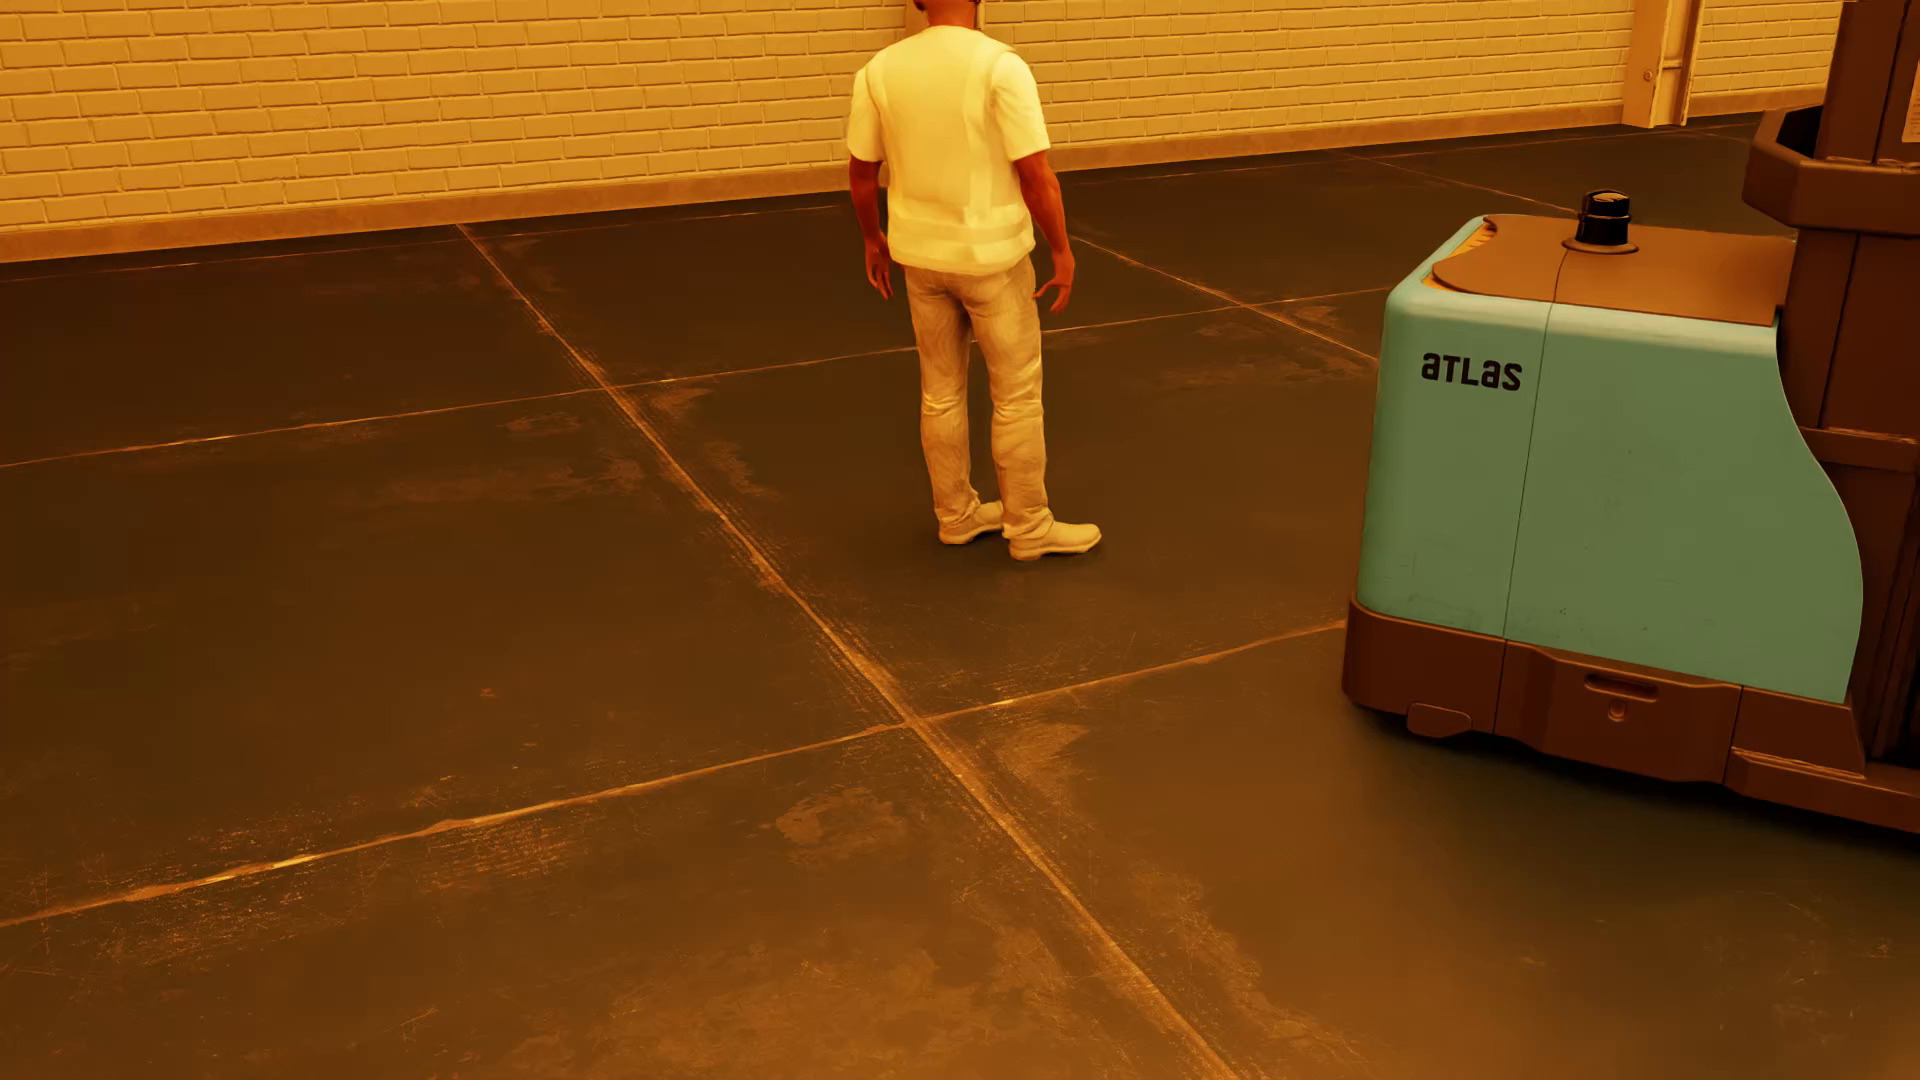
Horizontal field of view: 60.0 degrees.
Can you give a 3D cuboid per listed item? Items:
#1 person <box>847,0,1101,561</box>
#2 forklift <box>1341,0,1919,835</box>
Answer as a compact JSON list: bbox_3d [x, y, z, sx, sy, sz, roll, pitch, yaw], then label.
[{"bbox_3d":[0.036,-0.820,4.780,0.749,1.769,0.425,10,25,24],"label":"person"},{"bbox_3d":[2.479,-0.817,3.253,3.031,2.935,1.130,11,25,25],"label":"forklift"}]
